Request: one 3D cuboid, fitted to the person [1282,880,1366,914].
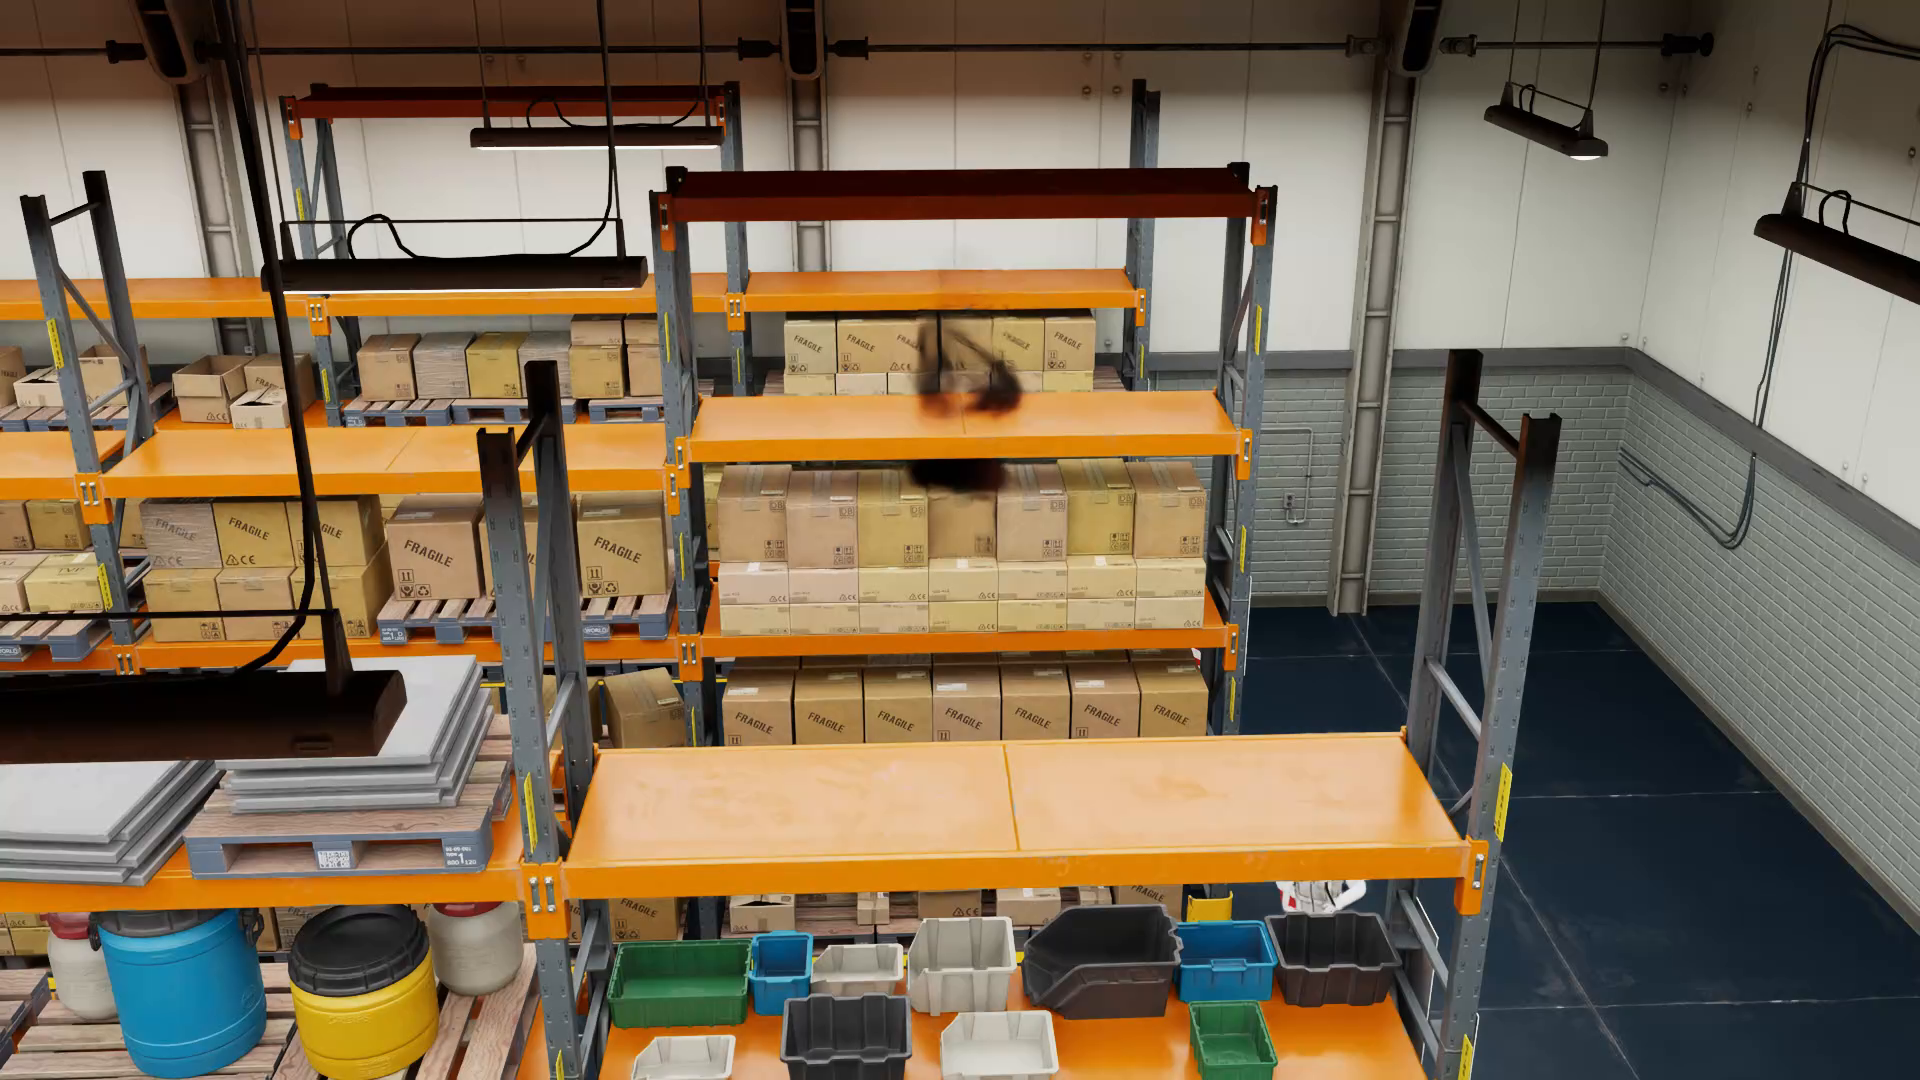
[{"bbox_3d":[2.620,2.750,12.212,0.669,1.683,0.623,14,26,30],"label":"person"}]
